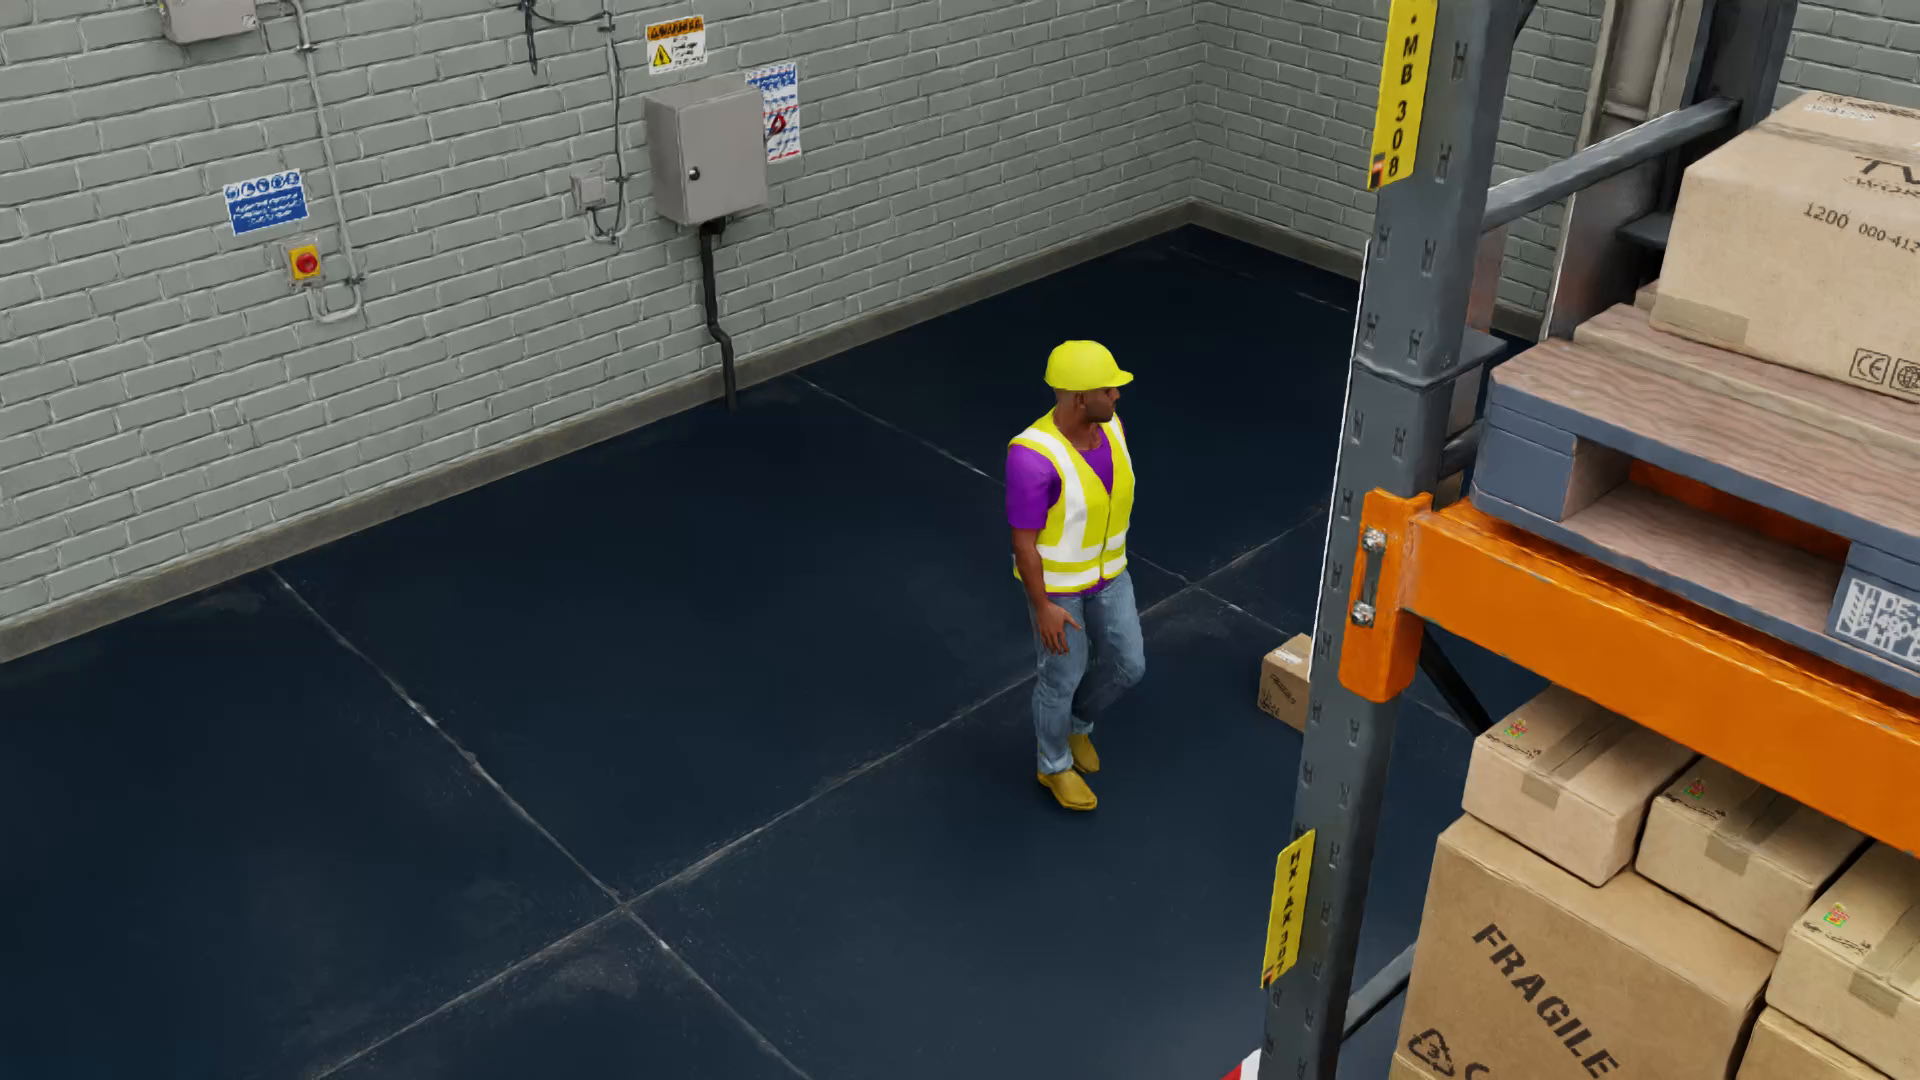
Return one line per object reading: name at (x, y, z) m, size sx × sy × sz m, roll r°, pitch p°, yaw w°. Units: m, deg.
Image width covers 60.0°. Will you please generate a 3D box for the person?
person at (0.427, 0.151, 5.861) m, size 0.596 × 1.811 × 0.449 m, roll -24°, pitch 39°, yaw -34°
